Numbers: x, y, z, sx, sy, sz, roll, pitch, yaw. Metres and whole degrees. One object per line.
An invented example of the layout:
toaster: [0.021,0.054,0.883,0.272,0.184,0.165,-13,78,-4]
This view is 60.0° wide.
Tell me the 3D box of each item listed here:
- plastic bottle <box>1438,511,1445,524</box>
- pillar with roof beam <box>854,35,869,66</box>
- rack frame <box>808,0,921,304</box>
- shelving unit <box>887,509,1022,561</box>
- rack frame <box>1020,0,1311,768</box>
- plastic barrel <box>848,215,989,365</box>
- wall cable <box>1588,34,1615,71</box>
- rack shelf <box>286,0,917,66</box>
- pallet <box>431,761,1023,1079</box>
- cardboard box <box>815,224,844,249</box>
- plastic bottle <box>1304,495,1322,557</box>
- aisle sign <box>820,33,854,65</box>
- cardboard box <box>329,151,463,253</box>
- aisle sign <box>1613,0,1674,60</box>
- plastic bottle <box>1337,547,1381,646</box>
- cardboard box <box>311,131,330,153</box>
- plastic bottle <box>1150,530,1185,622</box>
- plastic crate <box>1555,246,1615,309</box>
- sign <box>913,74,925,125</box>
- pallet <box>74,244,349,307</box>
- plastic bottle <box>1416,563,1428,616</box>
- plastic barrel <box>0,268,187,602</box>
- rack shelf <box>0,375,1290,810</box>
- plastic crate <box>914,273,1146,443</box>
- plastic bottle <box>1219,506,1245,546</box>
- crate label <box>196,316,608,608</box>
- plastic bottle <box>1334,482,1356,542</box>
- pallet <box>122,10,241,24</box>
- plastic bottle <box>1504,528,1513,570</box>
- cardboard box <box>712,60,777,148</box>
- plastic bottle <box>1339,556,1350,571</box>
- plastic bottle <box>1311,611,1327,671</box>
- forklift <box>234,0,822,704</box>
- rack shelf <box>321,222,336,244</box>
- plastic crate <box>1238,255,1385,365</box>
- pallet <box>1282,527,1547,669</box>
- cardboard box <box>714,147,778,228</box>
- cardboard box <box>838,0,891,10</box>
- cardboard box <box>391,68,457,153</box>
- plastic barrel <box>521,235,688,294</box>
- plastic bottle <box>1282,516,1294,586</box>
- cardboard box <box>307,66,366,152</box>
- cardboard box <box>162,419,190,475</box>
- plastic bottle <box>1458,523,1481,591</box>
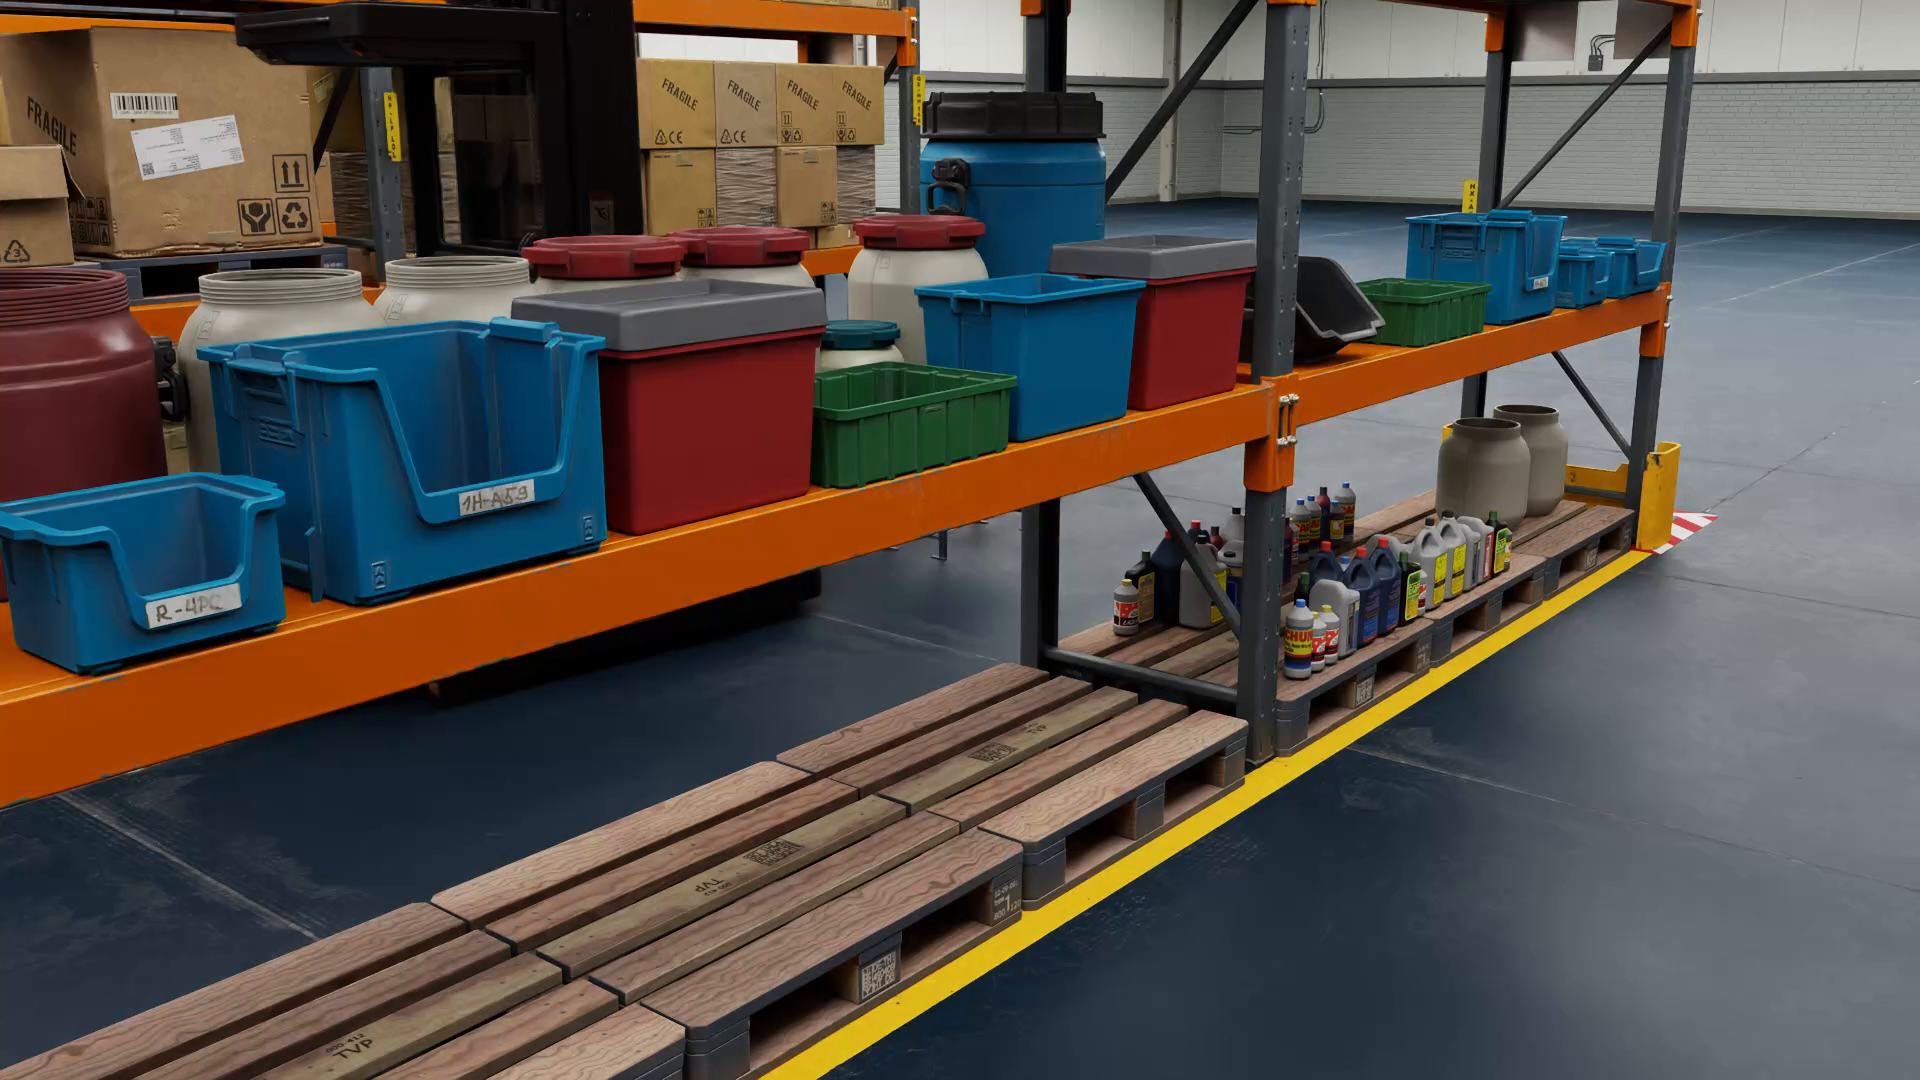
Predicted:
plastic bottle: [2.086,0.010,7.115,0.061,0.283,0.133,11,18,38]
pillar with roof beam: [1.261,-10.303,30.903,9.100,9.000,0.400,11,18,38]
rack frame: [-0.690,-2.307,11.612,1.000,3.000,0.127,11,18,38]
shelving unit: [0.004,-0.728,8.443,0.431,1.500,0.755,11,18,38]
rack frame: [0.648,-0.775,5.580,1.000,3.000,0.127,11,18,38]
plastic barrel: [-0.124,-0.691,4.975,0.433,0.535,0.433,0,14,0]
wall cable: [15.709,-13.803,37.773,2.305,6.003,0.169,11,18,38]
rack shelf: [-1.947,-3.029,9.824,1.077,0.370,4.000,11,18,38]
pallet: [-0.582,0.968,4.384,1.003,0.211,1.213,11,18,38]
cardboard box: [-0.984,-1.995,10.895,0.380,0.149,0.250,11,18,38]
plastic bottle: [1.565,-0.067,7.442,0.097,0.271,0.097,0,14,0]
aisle sign: [-0.885,-3.625,11.522,0.394,0.787,0.004,11,18,38]
cardboard box: [-2.874,-1.810,8.850,0.875,0.500,0.500,11,18,38]
aisle sign: [3.438,-2.768,8.148,0.394,0.787,0.004,11,18,38]
plastic bottle: [1.478,0.206,6.208,0.144,0.351,0.185,12,18,39]
cardboard box: [-5.480,-3.419,13.492,0.875,0.550,0.550,11,18,38]
plastic bottle: [0.829,0.128,6.513,0.144,0.351,0.185,11,18,36]
plastic crate: [2.668,-1.203,7.568,0.499,0.251,0.408,11,18,38]
sign: [-0.271,-2.932,11.078,0.100,0.325,0.005,11,18,38]
pallet: [-3.798,-1.324,8.133,1.003,0.211,1.213,11,18,38]
plastic bottle: [1.793,0.191,6.567,0.097,0.201,0.097,0,14,0]
plastic barrel: [-1.810,-0.210,3.082,0.600,0.536,0.708,11,18,38]
rack shelf: [-0.609,-0.043,4.161,1.077,0.370,4.000,11,18,38]
plastic crate: [0.197,-0.507,4.561,0.392,0.384,0.575,11,18,38]
plastic bottle: [1.152,0.030,6.901,0.144,0.351,0.185,11,18,37]
crate label: [-1.031,-0.174,3.144,0.502,0.435,0.616,11,18,38]
plastic bottle: [1.780,-0.133,7.700,0.097,0.271,0.097,0,14,0]
pallet: [-5.709,-4.126,12.862,1.003,0.211,1.213,11,18,38]
plastic bottle: [2.349,0.022,7.234,0.097,0.201,0.097,0,14,0]
cardboard box: [-1.470,-2.649,10.119,0.500,0.500,0.500,11,18,38]
plastic bottle: [1.475,0.198,6.400,0.097,0.271,0.097,0,14,0]
plastic bottle: [1.253,0.356,5.920,0.097,0.201,0.097,0,14,0]
forklift: [-2.036,-0.952,6.418,3.031,2.935,1.130,-13,19,-41]
rack shelf: [-5.742,-2.362,13.291,1.077,0.370,4.000,11,18,38]
plastic crate: [1.076,-0.825,5.905,0.767,0.338,0.504,11,18,38]
pallet: [1.869,0.220,7.328,1.003,0.211,1.213,11,18,38]
cardboard box: [-1.626,-2.195,10.365,0.875,0.500,0.500,11,18,38]
cardboard box: [-0.796,-3.557,10.743,0.500,0.250,0.500,12,18,39]
cardboard box: [-2.724,-2.265,8.609,0.500,0.500,0.500,11,18,38]
plastic barrel: [-0.857,-0.468,4.096,0.433,0.535,0.433,0,14,0]
plastic bottle: [1.341,0.048,6.965,0.061,0.283,0.133,11,18,38]
cardboard box: [-3.136,-2.347,8.932,0.500,0.500,0.500,11,18,38]
cardboard box: [-3.922,-0.340,8.053,0.700,0.500,0.500,11,18,37]
plastic bottle: [2.082,0.056,6.947,0.152,0.276,0.135,11,18,36]
